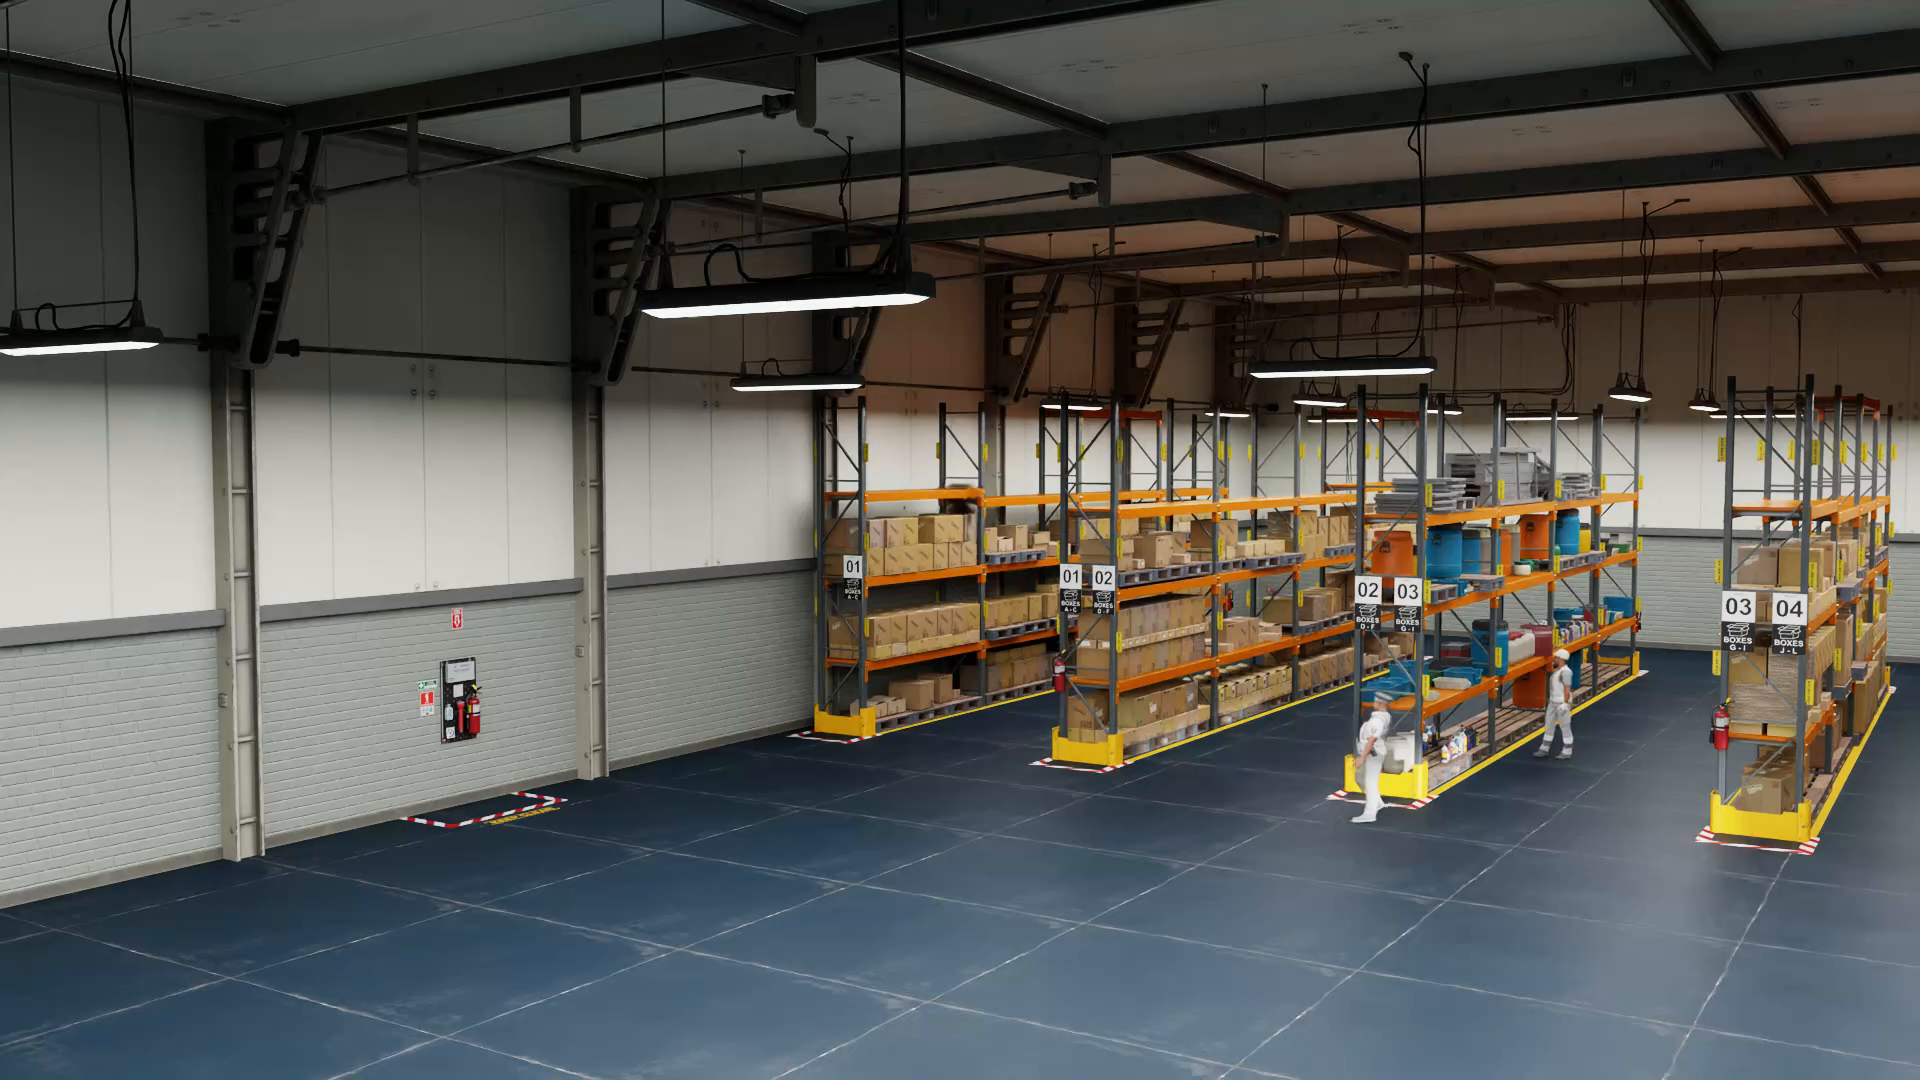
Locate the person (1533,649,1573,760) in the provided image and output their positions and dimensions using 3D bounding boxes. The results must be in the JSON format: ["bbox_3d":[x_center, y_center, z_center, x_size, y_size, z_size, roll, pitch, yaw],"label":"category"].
[{"bbox_3d":[9.732,2.686,27.229,0.561,1.802,0.581,0,3,-9],"label":"person"}]

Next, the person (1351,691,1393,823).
[{"bbox_3d":[5.586,2.937,22.618,0.555,1.767,0.604,0,3,2],"label":"person"}]

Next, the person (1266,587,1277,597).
[{"bbox_3d":[7.939,1.982,42.223,0.494,1.587,0.507,0,3,7],"label":"person"}]
